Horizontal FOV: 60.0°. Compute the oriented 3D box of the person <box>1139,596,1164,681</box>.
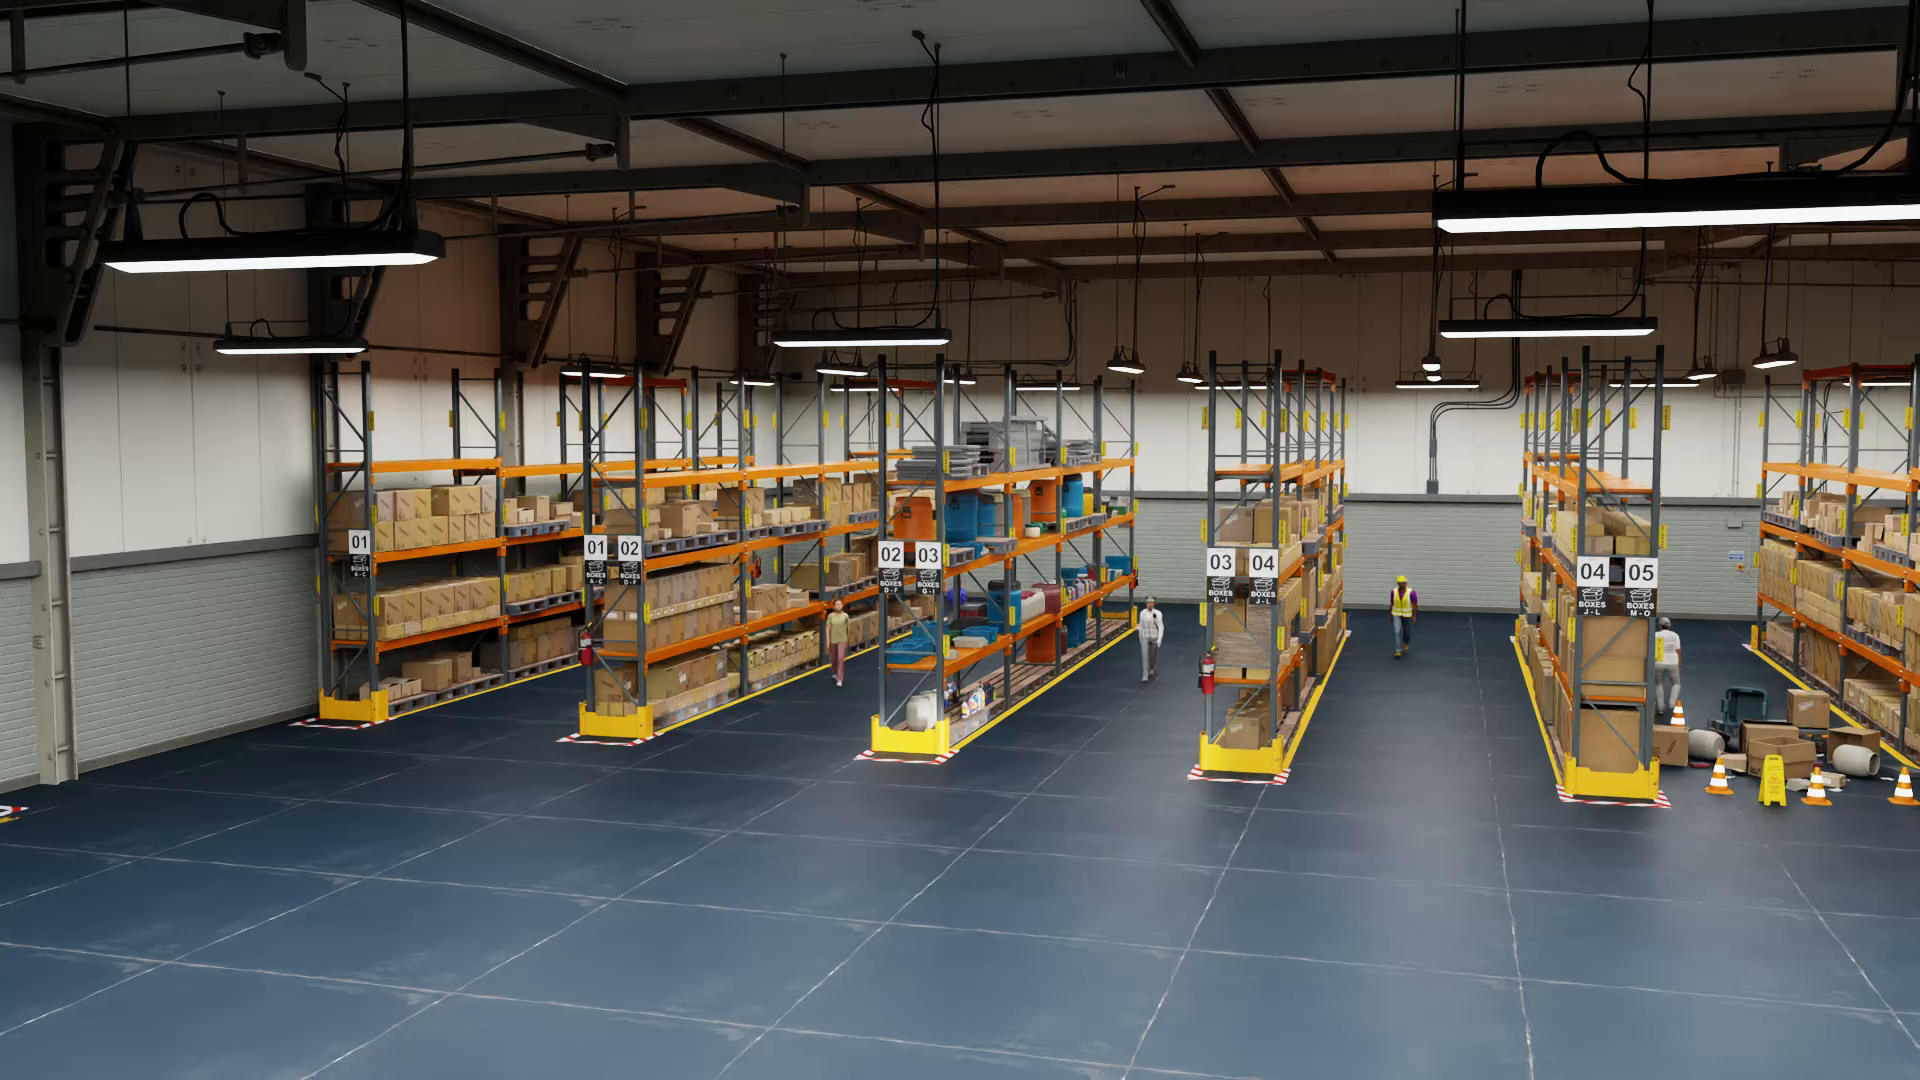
[{"bbox_3d":[3.703,1.877,32.127,0.469,1.620,1.051,0,4,5],"label":"person"}]

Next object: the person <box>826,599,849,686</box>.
[{"bbox_3d":[-2.323,1.921,31.522,0.425,1.622,1.019,0,4,6],"label":"person"}]

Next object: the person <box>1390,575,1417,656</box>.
[{"bbox_3d":[9.458,1.605,35.457,0.558,1.724,0.979,1,4,13],"label":"person"}]

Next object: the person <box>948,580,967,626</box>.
[{"bbox_3d":[-0.082,1.607,35.980,0.456,1.591,1.028,1,4,17],"label":"person"}]

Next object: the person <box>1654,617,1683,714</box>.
[{"bbox_3d":[12.056,2.153,28.375,0.537,1.660,0.522,1,4,17],"label":"person"}]
